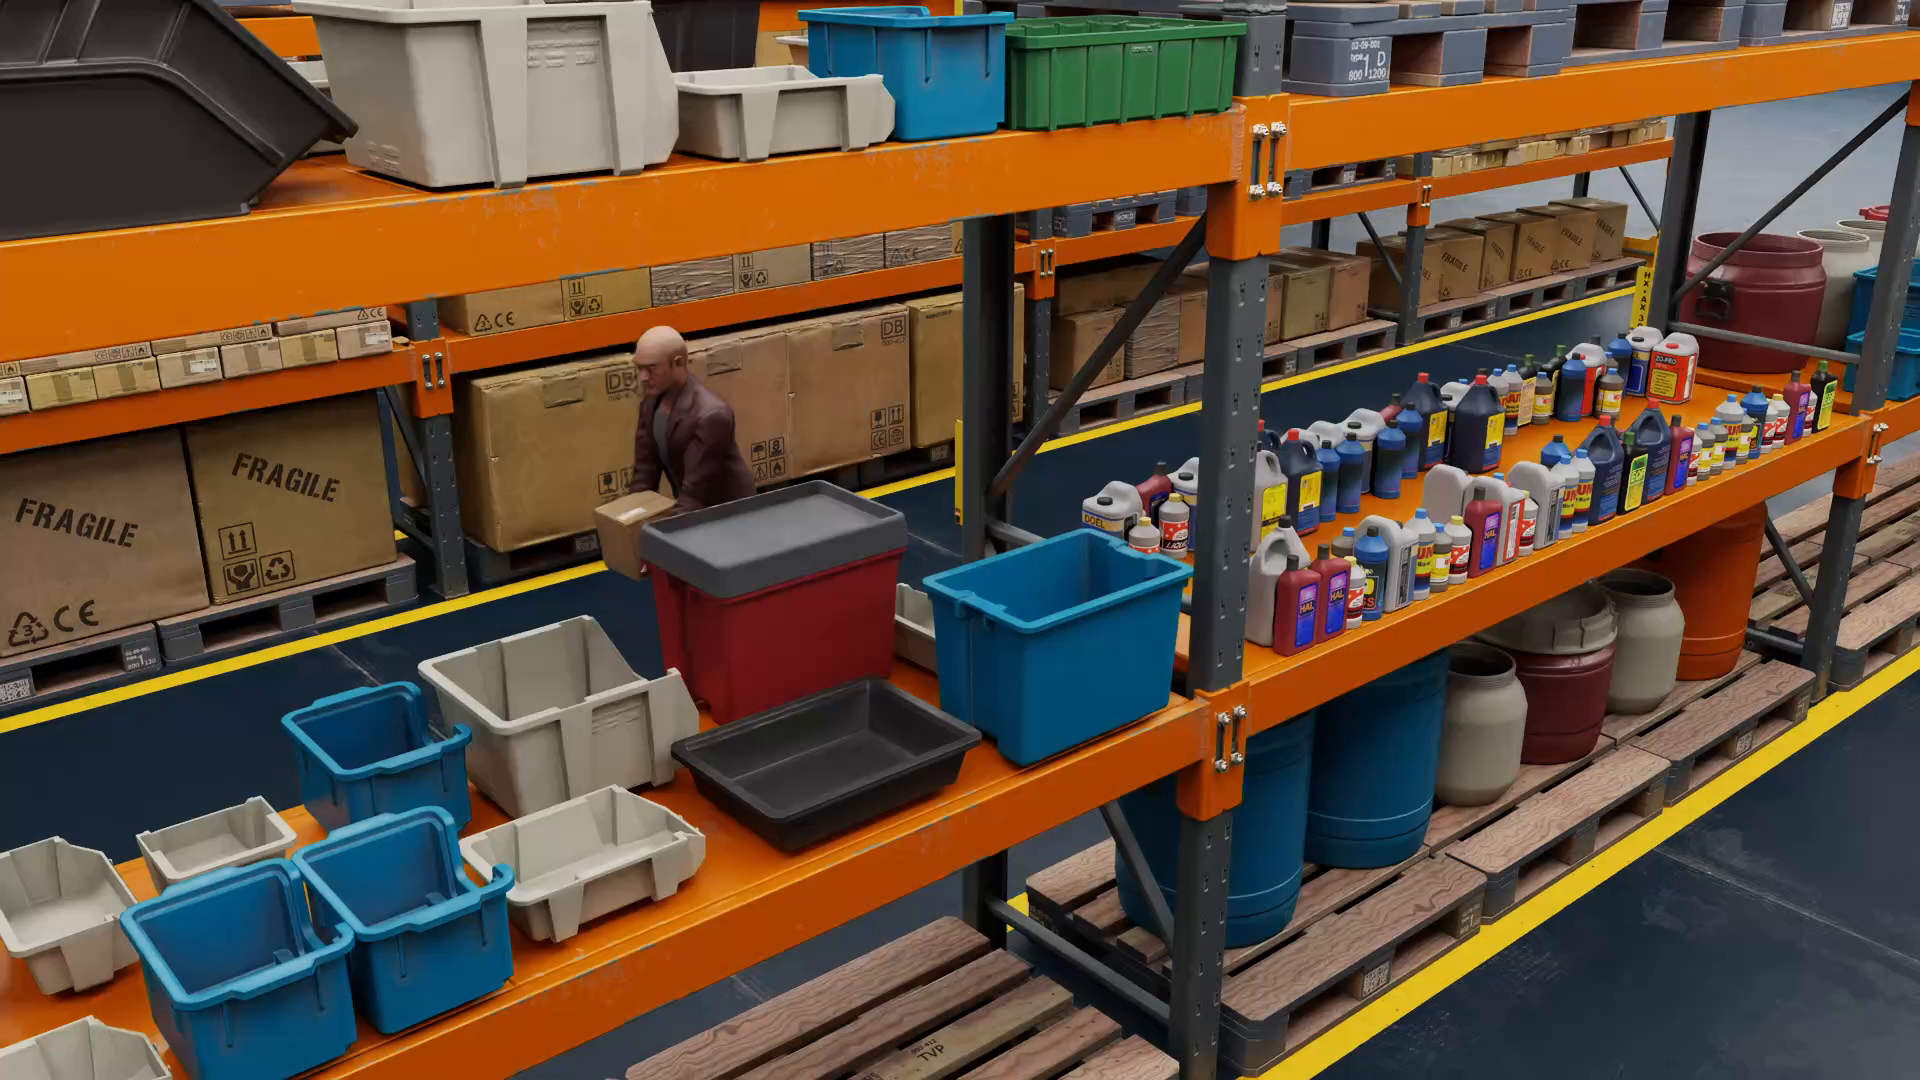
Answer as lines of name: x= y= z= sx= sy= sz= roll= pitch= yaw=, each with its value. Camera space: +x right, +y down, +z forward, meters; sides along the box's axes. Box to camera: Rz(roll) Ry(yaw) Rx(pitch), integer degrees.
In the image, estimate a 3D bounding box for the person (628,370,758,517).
person: x=-1.073 y=-0.251 z=6.673 sx=0.526 sy=0.927 sz=0.533 roll=-17 pitch=27 yaw=-39
